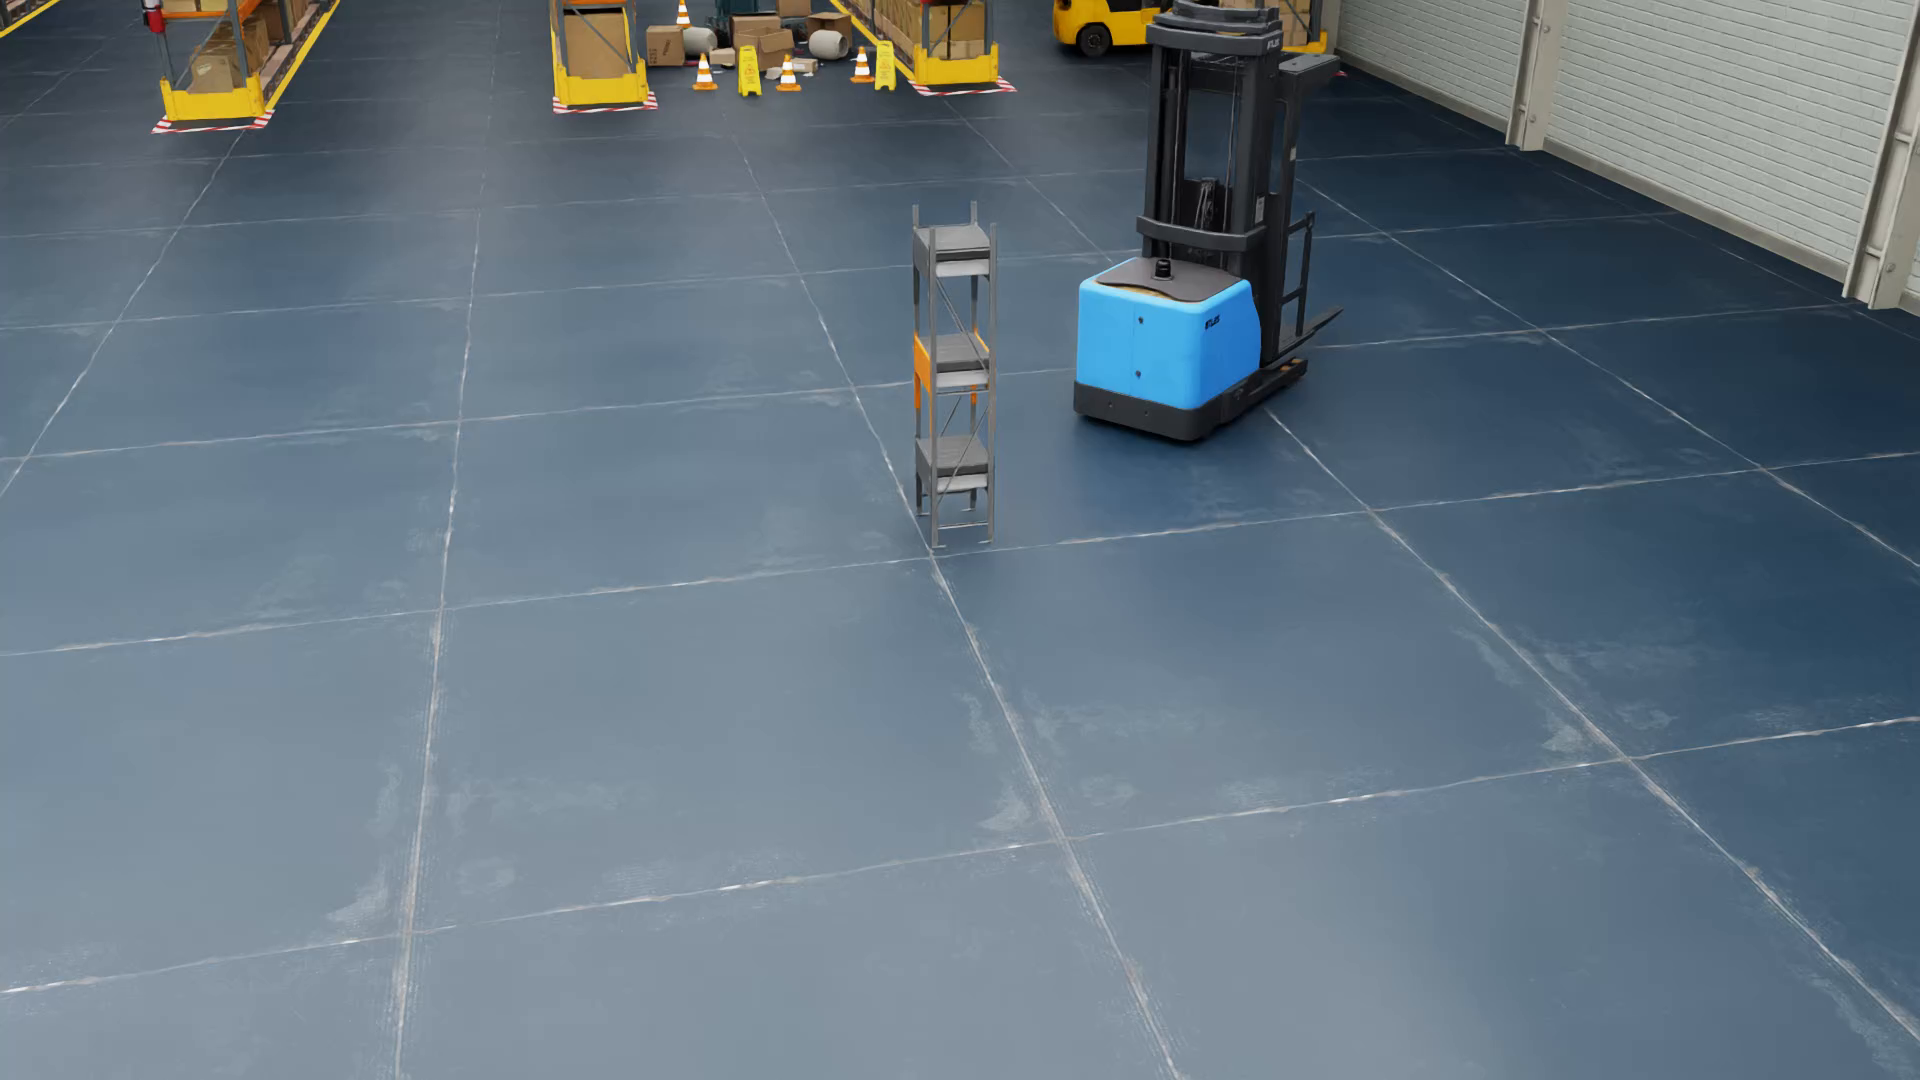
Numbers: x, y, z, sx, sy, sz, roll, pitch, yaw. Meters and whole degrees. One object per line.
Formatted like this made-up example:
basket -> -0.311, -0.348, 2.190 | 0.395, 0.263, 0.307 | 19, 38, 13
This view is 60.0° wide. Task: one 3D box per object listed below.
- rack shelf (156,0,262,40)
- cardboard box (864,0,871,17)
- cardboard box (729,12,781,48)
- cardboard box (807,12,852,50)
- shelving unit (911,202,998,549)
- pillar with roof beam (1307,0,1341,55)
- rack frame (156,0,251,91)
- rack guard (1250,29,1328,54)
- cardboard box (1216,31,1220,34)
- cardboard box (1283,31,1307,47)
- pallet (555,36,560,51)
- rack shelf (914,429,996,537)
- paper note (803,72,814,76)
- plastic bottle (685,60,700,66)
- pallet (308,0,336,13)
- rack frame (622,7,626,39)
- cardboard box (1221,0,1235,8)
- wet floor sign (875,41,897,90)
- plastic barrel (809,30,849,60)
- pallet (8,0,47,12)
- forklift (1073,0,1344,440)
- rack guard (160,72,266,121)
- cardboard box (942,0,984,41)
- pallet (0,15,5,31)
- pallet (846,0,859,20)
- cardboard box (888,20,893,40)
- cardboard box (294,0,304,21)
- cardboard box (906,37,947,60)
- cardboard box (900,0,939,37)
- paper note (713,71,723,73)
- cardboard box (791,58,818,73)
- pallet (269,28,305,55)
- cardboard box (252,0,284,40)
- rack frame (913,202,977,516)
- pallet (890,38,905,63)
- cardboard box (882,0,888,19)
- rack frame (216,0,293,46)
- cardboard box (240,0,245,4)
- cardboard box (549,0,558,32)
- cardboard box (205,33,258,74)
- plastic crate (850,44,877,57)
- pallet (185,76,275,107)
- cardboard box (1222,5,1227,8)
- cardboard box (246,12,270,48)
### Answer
rack shelf -> -10.142, -7.408, 22.897 | 1.077, 0.370, 4.000 | -6, 27, -12
cardboard box -> -1.058, -8.858, 27.422 | 0.950, 0.372, 0.625 | -6, 27, -11
cardboard box -> -3.117, -7.728, 25.351 | 0.797, 0.637, 0.503 | -6, 27, -12
cardboard box -> -2.022, -7.891, 25.825 | 0.500, 0.500, 0.500 | 13, 30, 24
shelving unit -> -0.037, -1.010, 10.421 | 0.431, 2.100, 0.503 | -6, 27, -12
pillar with roof beam -> 1.326, -11.002, 22.560 | 9.100, 9.000, 0.400 | -6, 27, -12
rack frame -> -9.691, -6.852, 20.996 | 1.000, 3.000, 0.127 | -6, 27, -12
rack guard -> 4.804, -7.237, 24.534 | 1.175, 0.500, 0.348 | -6, 27, -12
cardboard box -> 4.179, -7.938, 25.733 | 0.500, 0.250, 0.500 | -6, 27, -11
cardboard box -> 4.879, -7.559, 24.983 | 0.500, 0.250, 0.500 | -6, 27, -11
pallet -> -5.642, -7.480, 25.336 | 1.003, 0.211, 1.213 | -6, 27, -12
rack shelf -> -0.037, -0.373, 10.742 | 0.431, 0.518, 0.480 | -6, 27, -12
paper note -> -2.188, -6.745, 24.080 | 0.148, 0.019, 0.142 | -16, 31, -29
plastic bottle -> -3.945, -7.109, 24.767 | 0.283, 0.061, 0.133 | -16, 31, -29
pallet -> -11.598, -9.472, 29.283 | 1.003, 0.211, 1.213 | -6, 27, -12
rack frame -> -5.737, -9.067, 25.385 | 1.000, 3.000, 0.127 | -6, 27, -12
cardboard box -> 4.271, -8.164, 25.072 | 0.500, 0.250, 0.500 | -5, 27, -11
wet floor sign -> -1.036, -6.615, 23.139 | 0.267, 0.644, 0.232 | 3, 27, 6
plastic barrel -> -1.977, -7.461, 25.062 | 0.512, 0.421, 0.421 | 13, 30, 24
pallet -> -16.809, -9.492, 29.322 | 1.003, 0.211, 1.213 | -6, 27, -12
forklift -> 2.124, -2.635, 12.718 | 1.130, 2.935, 3.031 | 18, 32, 31
rack guard -> -9.708, -5.769, 21.625 | 1.175, 0.500, 0.348 | -6, 27, -12
cardboard box -> 0.046, -7.545, 24.123 | 0.500, 0.500, 0.500 | -7, 28, -13
pallet -> -16.183, -8.272, 26.904 | 1.003, 0.211, 1.213 | -6, 27, -12
pallet -> -1.393, -9.247, 28.837 | 1.003, 0.211, 1.213 | -6, 27, -12
cardboard box -> -0.814, -7.822, 25.503 | 0.500, 0.250, 0.500 | -6, 27, -12
cardboard box -> -11.052, -8.662, 26.867 | 0.700, 0.500, 0.500 | -4, 27, -7
cardboard box -> -0.486, -7.156, 24.184 | 0.500, 0.250, 0.500 | -6, 27, -12
cardboard box -> -0.592, -7.707, 24.443 | 0.500, 0.500, 0.500 | -5, 27, -10
paper note -> -3.526, -6.827, 24.244 | 0.144, 0.017, 0.142 | 3, 27, 6
cardboard box -> -2.299, -6.955, 24.365 | 0.380, 0.149, 0.250 | 8, 28, 15
pallet -> -10.770, -7.704, 25.780 | 1.003, 0.211, 1.213 | -6, 27, -12
cardboard box -> -10.710, -7.960, 25.477 | 0.700, 0.500, 0.500 | -8, 28, -16
rack frame -> -0.092, -1.117, 10.633 | 0.400, 2.100, 0.015 | -6, 27, -12
pallet -> -0.473, -7.541, 25.456 | 1.003, 0.211, 1.213 | -6, 27, -12
cardboard box -> -0.936, -8.388, 25.794 | 0.500, 0.500, 0.500 | -5, 27, -10
rack frame -> -10.593, -8.608, 24.475 | 1.000, 3.000, 0.127 | -6, 27, -12
cardboard box -> -9.603, -7.112, 21.790 | 0.380, 0.149, 0.250 | -6, 27, -12
cardboard box -> -5.965, -8.513, 26.319 | 1.050, 0.750, 0.750 | -6, 27, -12
cardboard box -> -10.106, -6.735, 23.072 | 0.500, 0.500, 0.500 | -3, 27, -7
plastic crate -> -1.383, -7.538, 25.596 | 0.402, 0.080, 0.583 | -16, 31, -29
pallet -> -9.857, -6.000, 22.404 | 1.003, 0.211, 1.213 | -6, 27, -12
cardboard box -> 4.282, -7.950, 25.202 | 0.500, 0.250, 0.500 | -6, 27, -12
cardboard box -> -10.541, -7.499, 24.587 | 0.500, 0.500, 0.500 | -7, 28, -13
